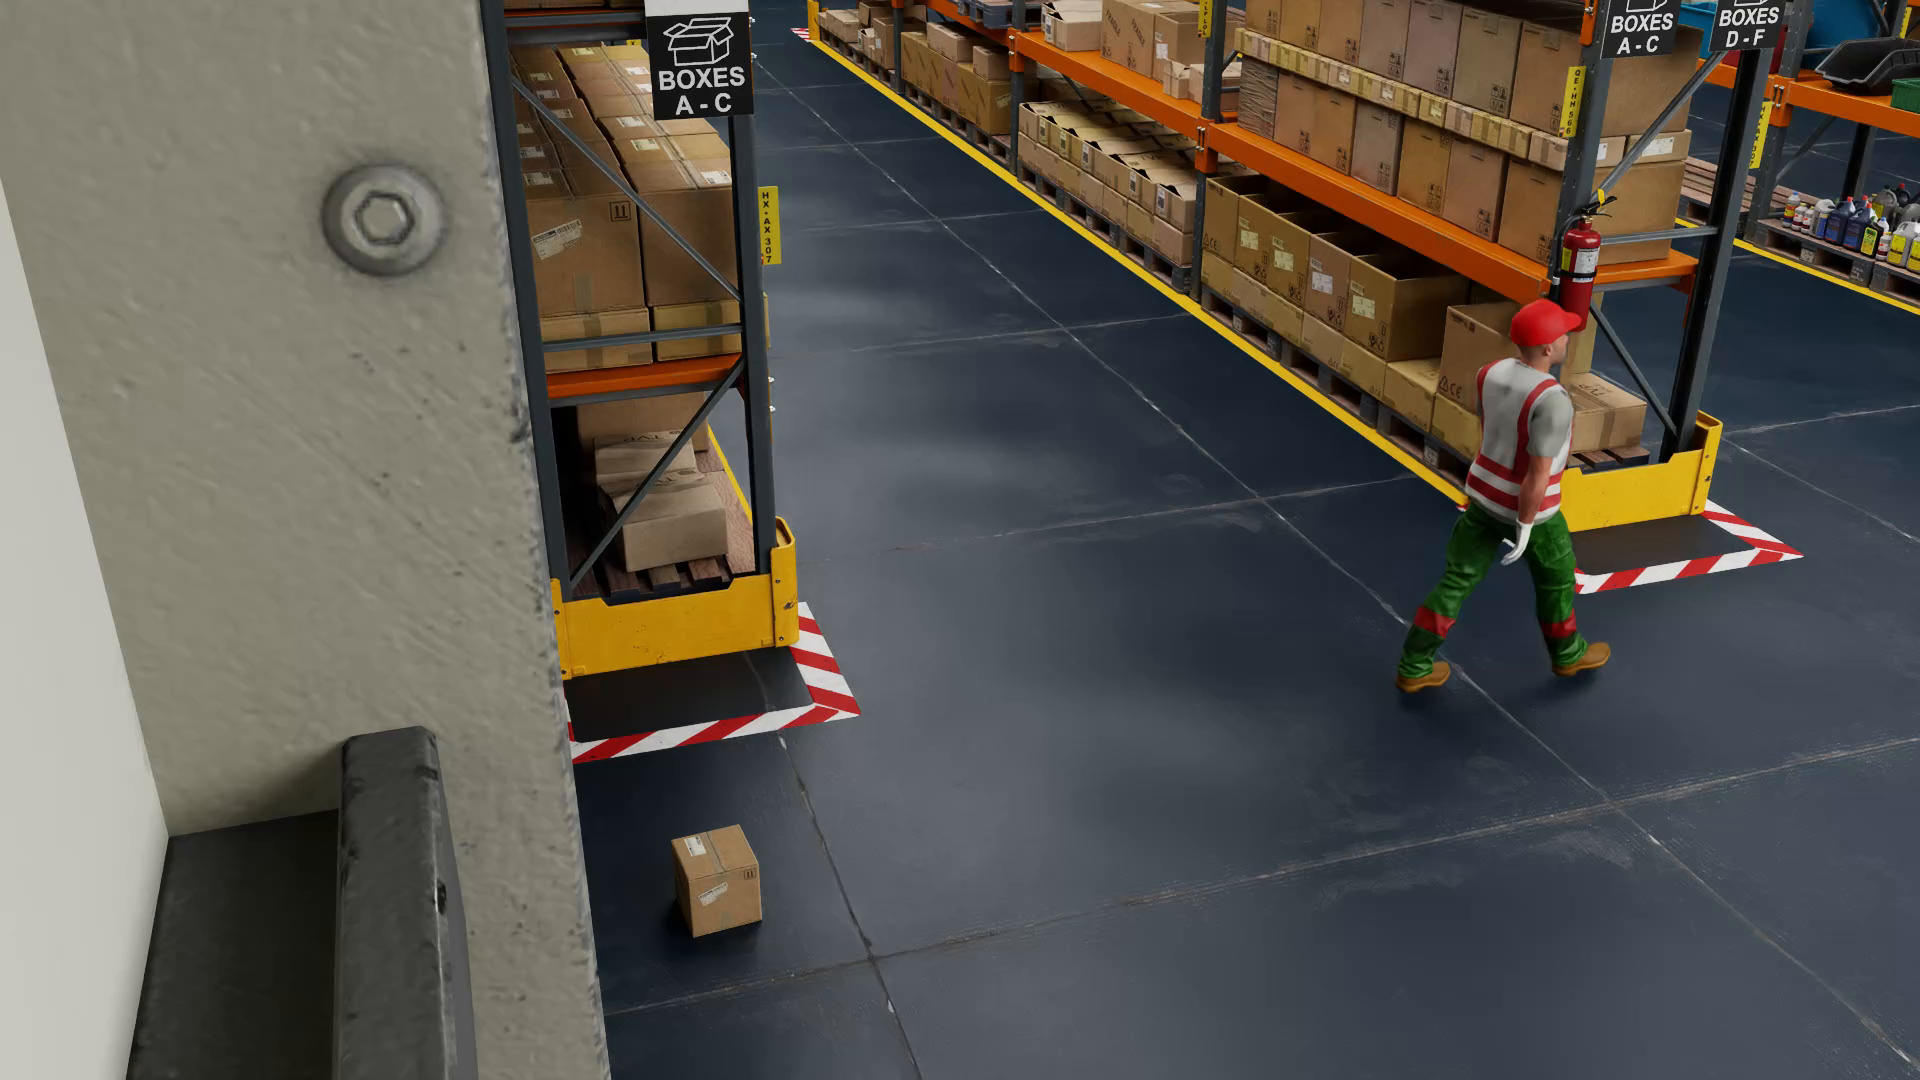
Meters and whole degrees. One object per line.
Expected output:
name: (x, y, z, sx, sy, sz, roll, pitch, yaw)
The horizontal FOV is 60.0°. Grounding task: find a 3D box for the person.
person: (2.370, -0.188, 6.947, 1.038, 1.733, 0.547, -12, 29, -24)
